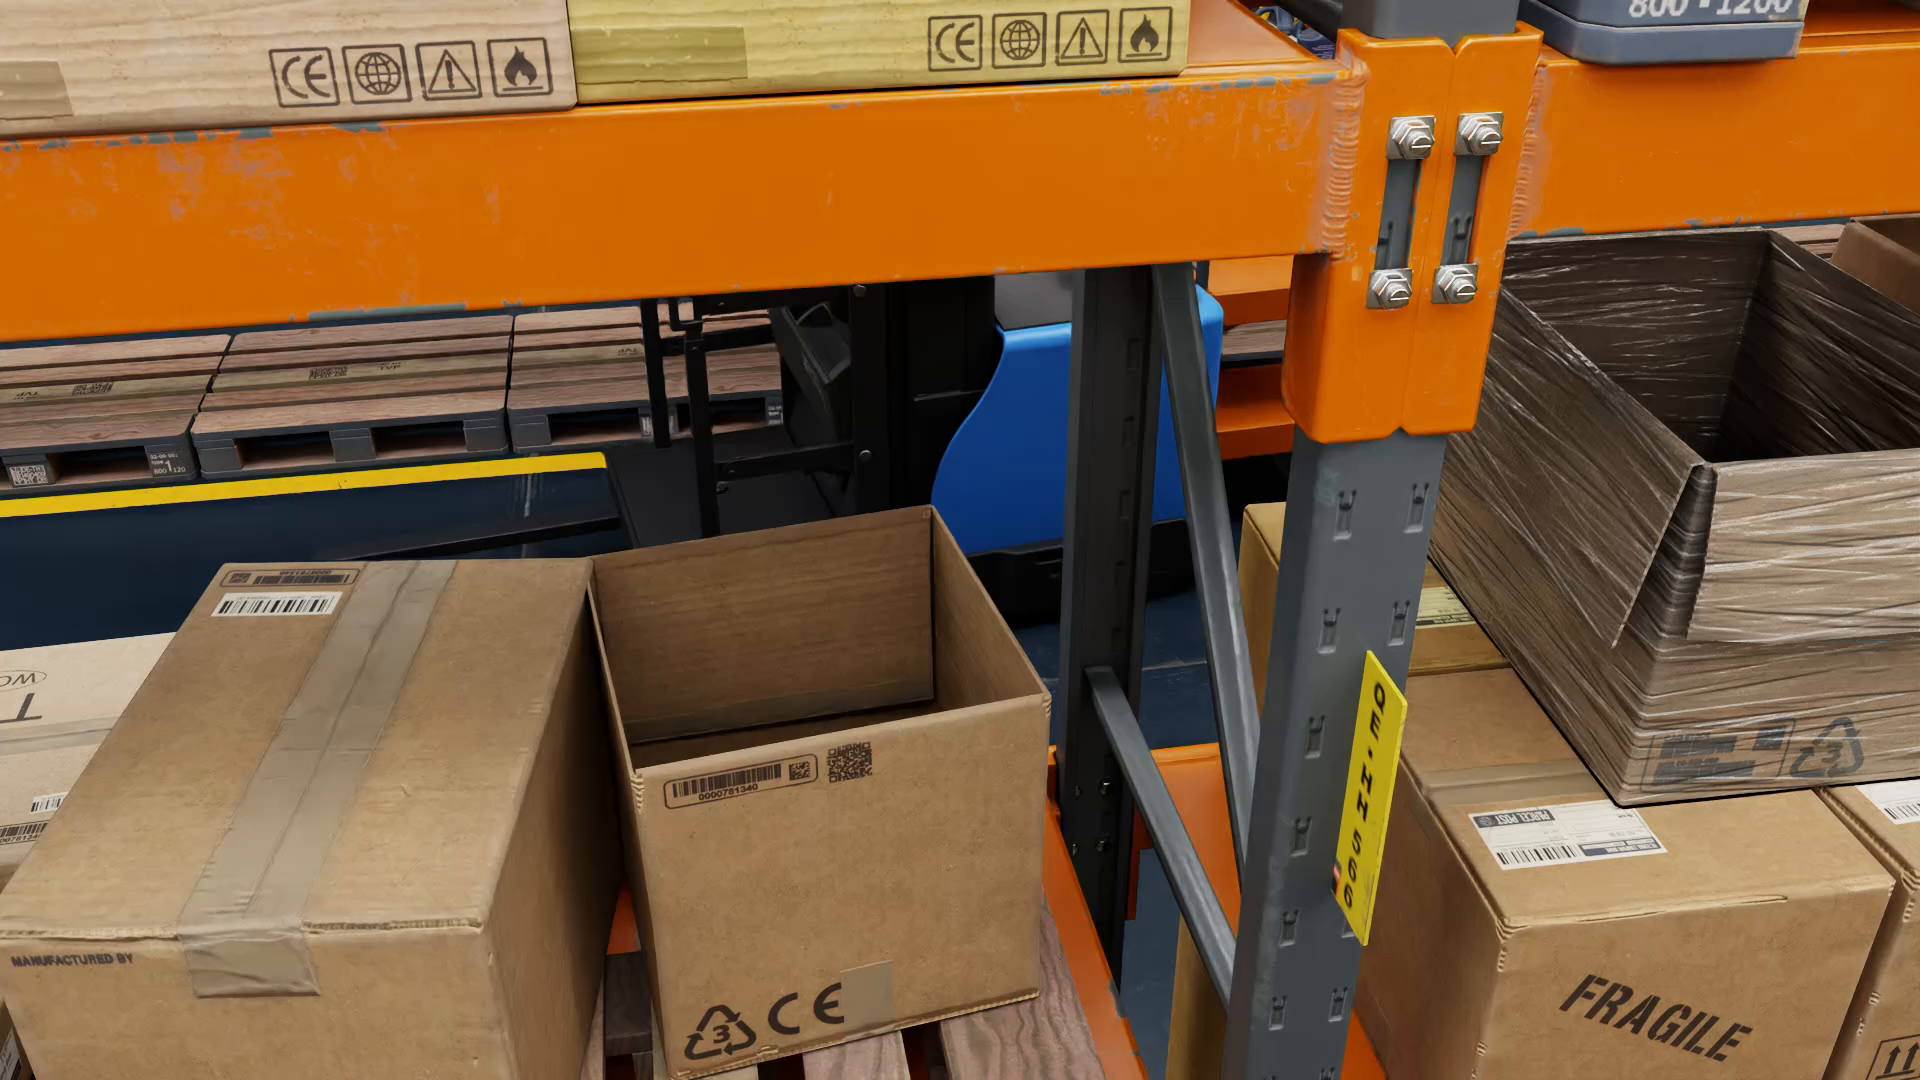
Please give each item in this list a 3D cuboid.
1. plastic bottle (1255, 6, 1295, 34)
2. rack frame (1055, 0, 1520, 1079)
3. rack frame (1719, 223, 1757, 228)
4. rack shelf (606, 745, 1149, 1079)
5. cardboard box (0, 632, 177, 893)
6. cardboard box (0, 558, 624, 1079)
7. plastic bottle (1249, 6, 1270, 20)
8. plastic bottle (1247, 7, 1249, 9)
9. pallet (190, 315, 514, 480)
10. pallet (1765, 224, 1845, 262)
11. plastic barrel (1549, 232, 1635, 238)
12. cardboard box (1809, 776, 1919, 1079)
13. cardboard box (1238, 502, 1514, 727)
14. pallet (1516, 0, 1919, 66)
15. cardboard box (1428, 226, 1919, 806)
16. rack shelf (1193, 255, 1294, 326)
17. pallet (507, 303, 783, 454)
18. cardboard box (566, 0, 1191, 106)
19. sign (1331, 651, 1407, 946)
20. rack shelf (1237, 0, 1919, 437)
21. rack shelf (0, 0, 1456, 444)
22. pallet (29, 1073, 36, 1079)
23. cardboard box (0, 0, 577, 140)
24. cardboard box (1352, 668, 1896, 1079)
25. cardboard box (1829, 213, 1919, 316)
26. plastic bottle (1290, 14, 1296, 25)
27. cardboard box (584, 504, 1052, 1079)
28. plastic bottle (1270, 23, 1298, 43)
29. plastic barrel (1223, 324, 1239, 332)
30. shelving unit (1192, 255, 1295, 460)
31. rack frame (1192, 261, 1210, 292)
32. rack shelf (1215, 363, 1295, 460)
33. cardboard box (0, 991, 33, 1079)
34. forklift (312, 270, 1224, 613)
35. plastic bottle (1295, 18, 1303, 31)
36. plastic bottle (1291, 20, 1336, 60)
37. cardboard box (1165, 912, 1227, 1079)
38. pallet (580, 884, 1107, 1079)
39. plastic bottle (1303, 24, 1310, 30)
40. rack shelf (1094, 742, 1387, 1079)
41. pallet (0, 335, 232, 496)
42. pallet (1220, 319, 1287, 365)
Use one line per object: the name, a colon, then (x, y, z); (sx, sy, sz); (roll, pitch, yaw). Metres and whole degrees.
plastic bottle: (1.276, -2.058, 6.840); (0.185, 0.351, 0.144); (-5, 31, -9)
rack frame: (0.322, 0.473, 2.487); (0.053, 2.616, 0.949); (-5, 31, -9)
rack frame: (3.364, -2.364, 7.310); (0.127, 3.000, 1.000); (-5, 31, -9)
rack shelf: (-1.646, 0.964, 2.362); (4.000, 0.370, 1.077); (-5, 31, -9)
cardboard box: (-1.368, 0.393, 2.356); (0.500, 0.250, 0.500); (-6, 31, -10)
cardboard box: (-0.733, 0.417, 2.069); (0.500, 0.500, 0.700); (-1, 30, -2)
plastic bottle: (1.352, -2.354, 7.343); (0.185, 0.351, 0.144); (-5, 31, -9)
plastic bottle: (1.199, -2.301, 7.319); (0.133, 0.283, 0.061); (-5, 31, -9)
pallet: (-2.537, -0.635, 7.122); (1.213, 0.211, 1.003); (-5, 31, -9)
pallet: (4.080, -1.248, 8.164); (1.213, 0.211, 1.003); (-5, 31, -9)
plastic barrel: (2.826, -1.599, 7.666); (0.708, 0.901, 0.600); (-5, 31, -9)
cardboard box: (1.356, 0.471, 2.391); (0.500, 0.500, 0.500); (-6, 31, -10)
cardboard box: (0.762, 0.259, 2.751); (0.500, 0.500, 0.500); (-4, 31, -7)
pallet: (0.945, -0.826, 1.922); (1.003, 0.211, 1.213); (-4, 31, -7)
cardboard box: (1.044, -0.063, 2.310); (0.637, 0.503, 0.797); (-4, 31, -7)
rack shelf: (1.271, -0.928, 6.141); (1.000, 0.278, 0.538); (-8, 31, -13)
pallet: (-1.340, -0.745, 7.309); (1.213, 0.211, 1.003); (-5, 31, -9)
cardboard box: (-0.102, -0.592, 1.486); (0.500, 0.250, 0.500); (-5, 31, -9)
sign: (0.429, 0.276, 1.758); (0.005, 0.325, 0.100); (-5, 31, -9)
rack shelf: (2.289, -0.695, 2.222); (4.000, 0.370, 1.077); (-5, 31, -9)
rack shelf: (-1.646, -0.329, 1.601); (4.000, 0.370, 1.077); (-5, 31, -9)
pallet: (-1.618, 0.755, 2.196); (1.213, 0.211, 1.003); (-5, 31, -9)
cardboard box: (-0.588, -0.540, 1.397); (0.500, 0.250, 0.500); (-5, 31, -9)
cardboard box: (0.849, 0.519, 2.309); (0.500, 0.500, 0.500); (-4, 31, -7)
cardboard box: (1.685, -0.121, 2.409); (0.637, 0.503, 0.797); (-5, 31, -8)
plastic bottle: (1.417, -2.264, 7.267); (0.097, 0.271, 0.097); (0, 30, 0)
cardboard box: (-0.202, 0.316, 2.240); (0.500, 0.500, 0.500); (-9, 32, -15)
plastic bottle: (1.278, -1.950, 6.729); (0.135, 0.276, 0.152); (-5, 31, -9)
plastic barrel: (1.018, -1.296, 7.460); (0.708, 0.588, 0.600); (-5, 31, -9)
shelving unit: (1.271, -0.676, 6.290); (1.048, 1.125, 0.538); (-8, 31, -13)
rack frame: (0.780, -0.610, 6.178); (0.032, 1.125, 0.500); (-8, 31, -13)
rack shelf: (1.271, -0.465, 6.414); (1.000, 0.278, 0.538); (-8, 31, -13)
cardboard box: (-1.270, 0.635, 1.929); (0.258, 0.266, 0.396); (-6, 31, -10)
forklift: (-0.688, -1.102, 5.232); (3.031, 2.935, 1.130); (-10, 32, -16)
plastic bottle: (1.486, -2.344, 7.405); (0.097, 0.271, 0.097); (0, 30, 0)
plastic bottle: (1.435, -1.995, 6.732); (0.185, 0.351, 0.144); (-5, 31, -9)
cardboard box: (1.004, 1.153, 3.011); (0.875, 0.875, 1.225); (-7, 31, -11)
pallet: (-0.360, 0.672, 2.337); (1.003, 0.211, 1.213); (-5, 31, -9)
plastic bottle: (1.582, -2.353, 7.420); (0.097, 0.271, 0.097); (0, 30, 0)
rack shelf: (2.289, 0.598, 2.983); (4.000, 0.370, 1.077); (-5, 31, -9)
pallet: (-3.740, -0.522, 6.930); (1.213, 0.211, 1.003); (-5, 31, -9)
pallet: (1.395, -0.999, 7.740); (1.213, 0.211, 1.003); (-5, 31, -9)
